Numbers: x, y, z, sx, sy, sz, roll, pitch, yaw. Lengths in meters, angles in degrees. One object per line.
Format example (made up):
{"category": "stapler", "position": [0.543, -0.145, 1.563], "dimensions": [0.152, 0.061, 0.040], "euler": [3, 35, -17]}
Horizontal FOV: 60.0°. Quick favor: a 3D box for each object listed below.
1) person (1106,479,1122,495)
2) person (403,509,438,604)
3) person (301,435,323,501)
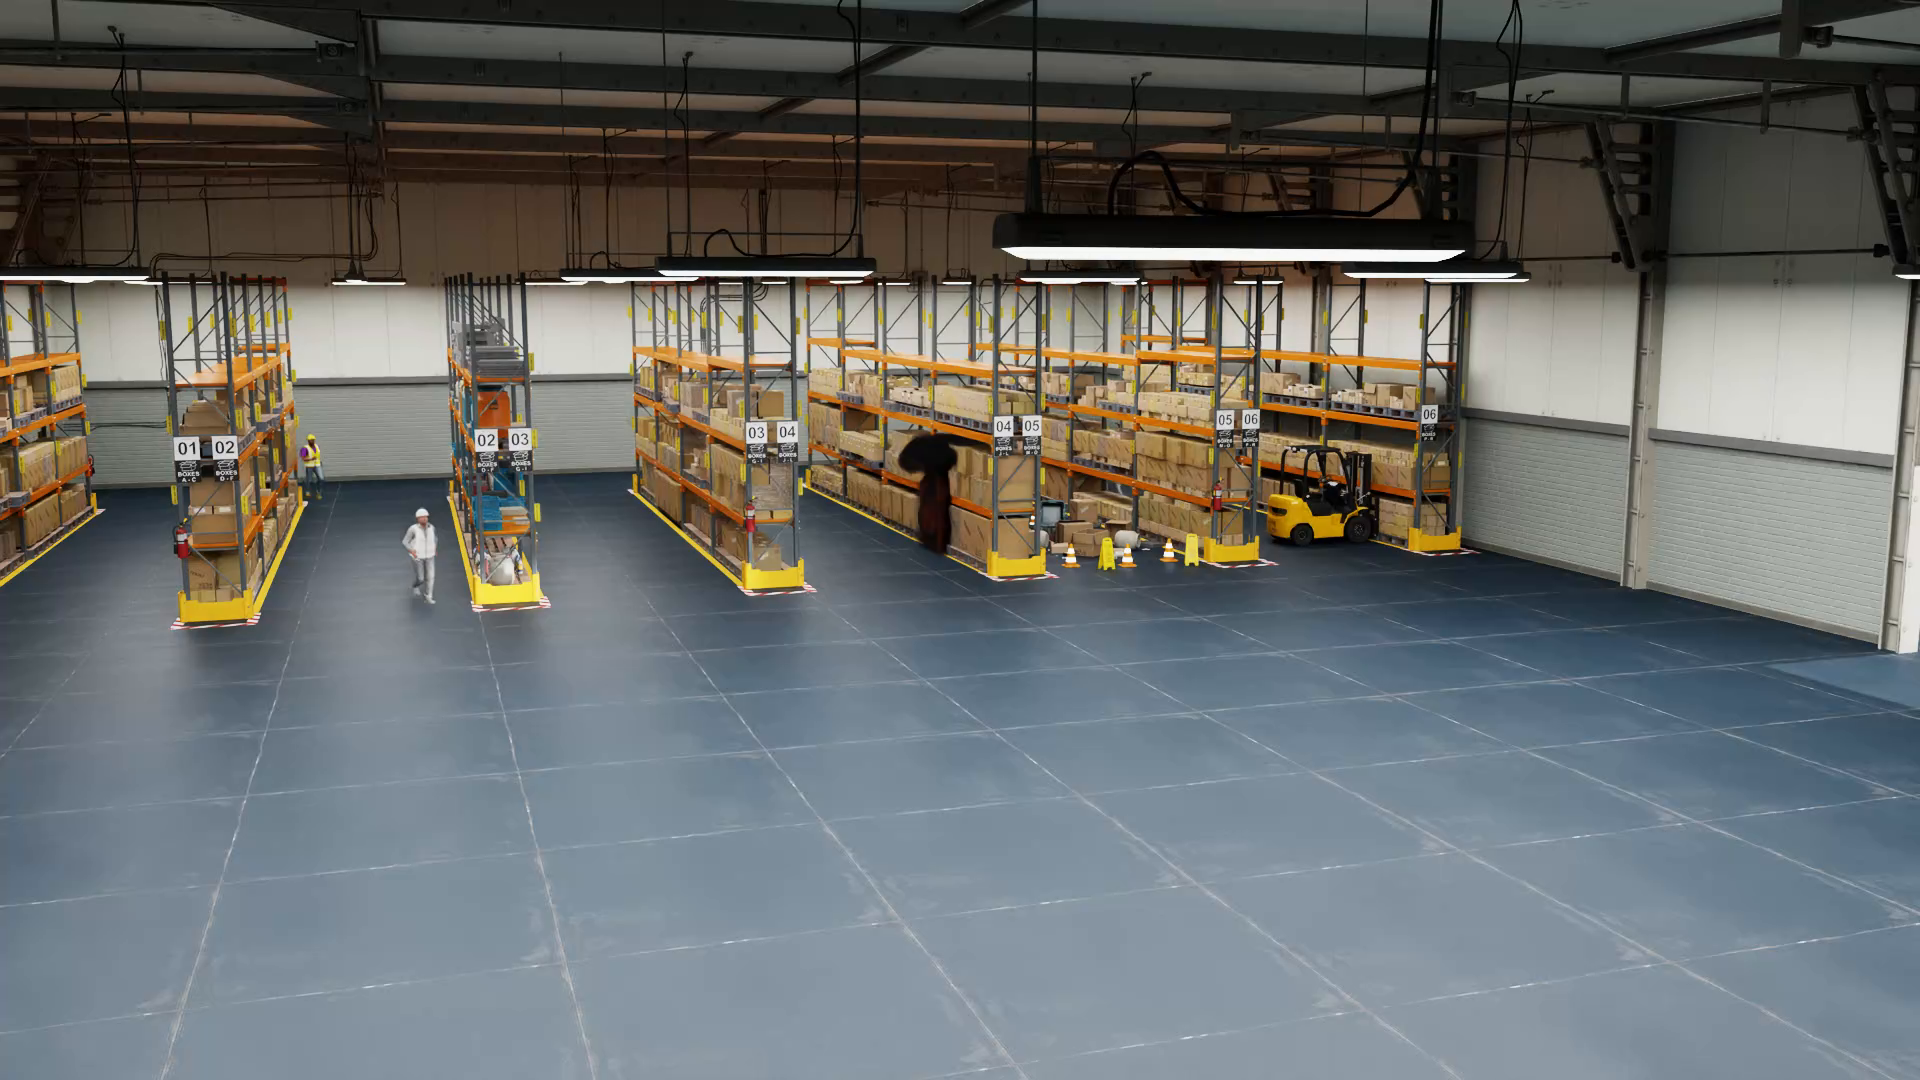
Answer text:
{"category": "person", "position": [4.085, -1.860, 44.931], "dimensions": [0.604, 1.659, 0.941], "euler": [-4, 10, -25]}
{"category": "person", "position": [-9.859, 0.286, 30.455], "dimensions": [0.680, 1.742, 0.818], "euler": [-6, 11, -36]}
{"category": "person", "position": [-17.607, -1.962, 45.239], "dimensions": [0.830, 1.811, 0.666], "euler": [8, 12, 42]}
